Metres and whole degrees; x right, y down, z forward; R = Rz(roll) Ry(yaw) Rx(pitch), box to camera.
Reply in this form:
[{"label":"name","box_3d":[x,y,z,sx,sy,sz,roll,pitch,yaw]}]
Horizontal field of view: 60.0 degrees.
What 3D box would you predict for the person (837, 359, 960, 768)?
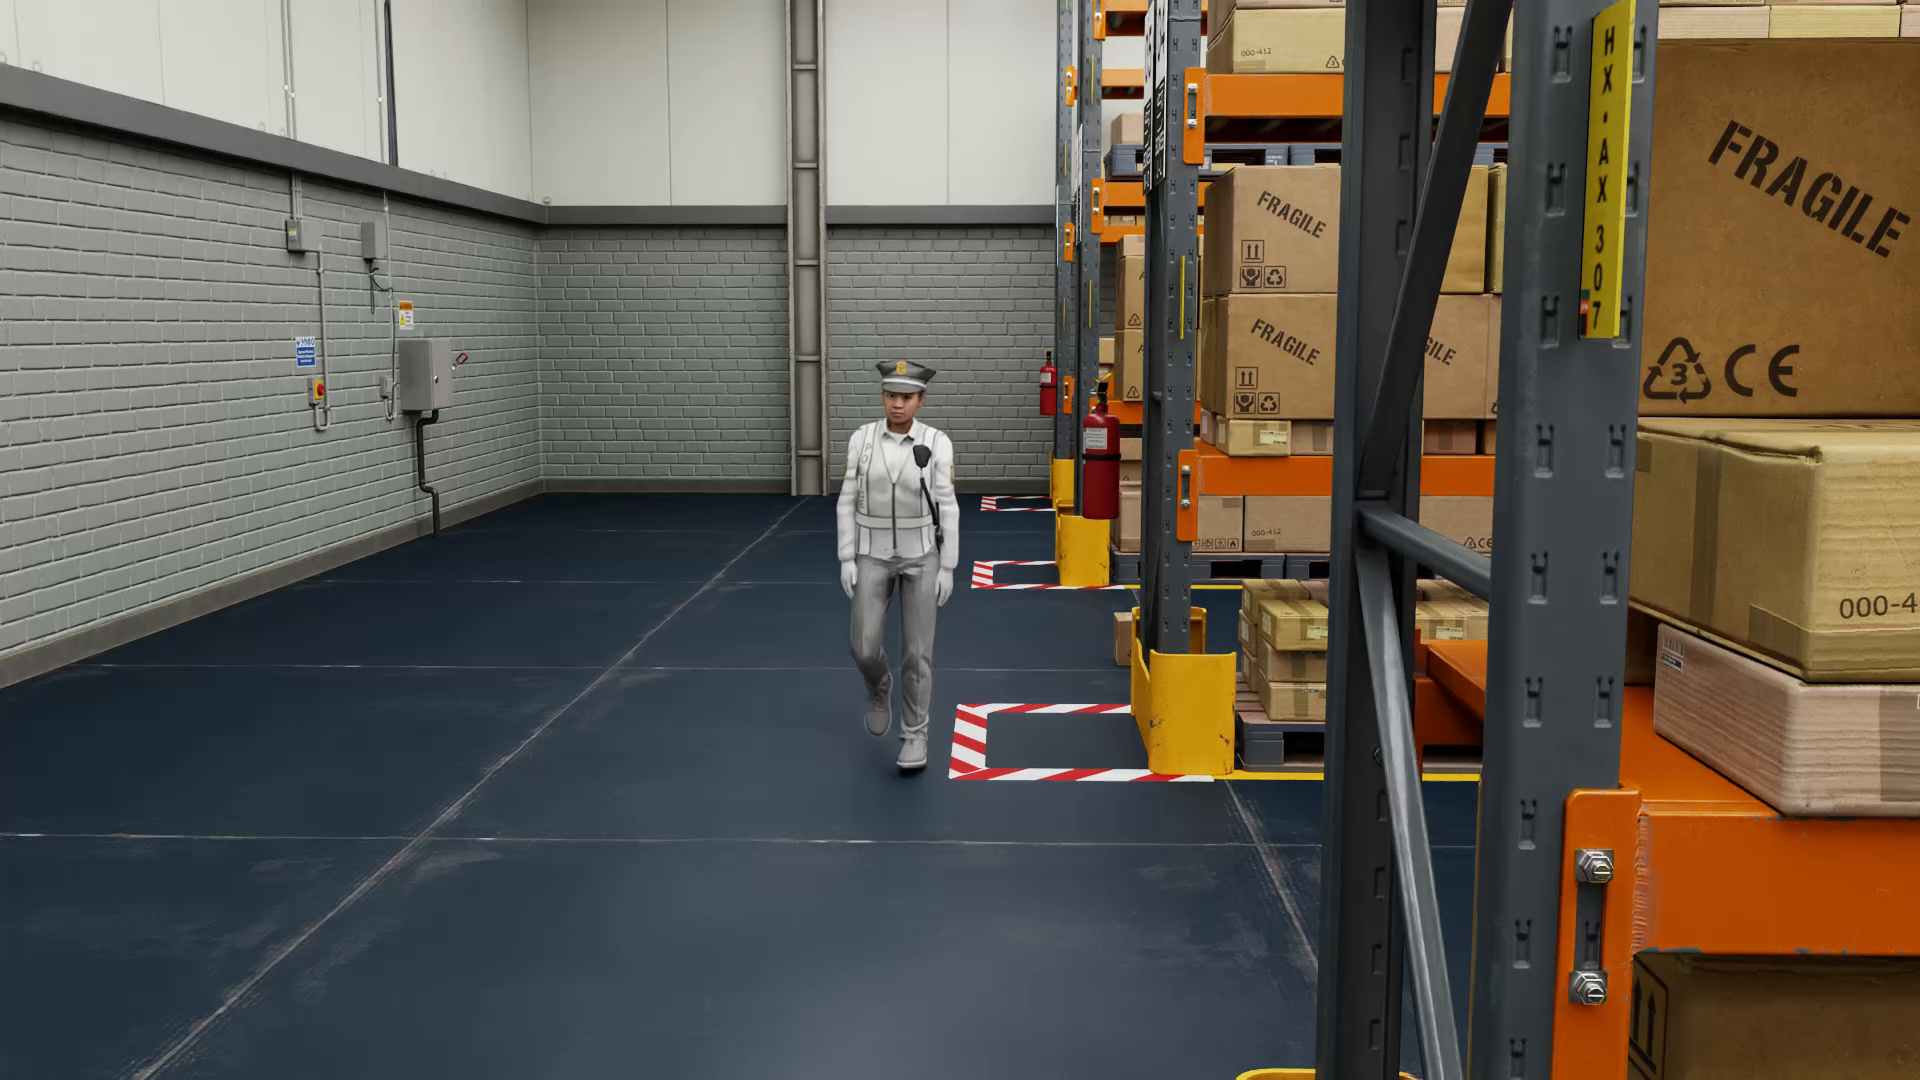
[{"label":"person","box_3d":[-0.251,0.084,6.880,0.505,1.668,0.531,0,7,2]}]
